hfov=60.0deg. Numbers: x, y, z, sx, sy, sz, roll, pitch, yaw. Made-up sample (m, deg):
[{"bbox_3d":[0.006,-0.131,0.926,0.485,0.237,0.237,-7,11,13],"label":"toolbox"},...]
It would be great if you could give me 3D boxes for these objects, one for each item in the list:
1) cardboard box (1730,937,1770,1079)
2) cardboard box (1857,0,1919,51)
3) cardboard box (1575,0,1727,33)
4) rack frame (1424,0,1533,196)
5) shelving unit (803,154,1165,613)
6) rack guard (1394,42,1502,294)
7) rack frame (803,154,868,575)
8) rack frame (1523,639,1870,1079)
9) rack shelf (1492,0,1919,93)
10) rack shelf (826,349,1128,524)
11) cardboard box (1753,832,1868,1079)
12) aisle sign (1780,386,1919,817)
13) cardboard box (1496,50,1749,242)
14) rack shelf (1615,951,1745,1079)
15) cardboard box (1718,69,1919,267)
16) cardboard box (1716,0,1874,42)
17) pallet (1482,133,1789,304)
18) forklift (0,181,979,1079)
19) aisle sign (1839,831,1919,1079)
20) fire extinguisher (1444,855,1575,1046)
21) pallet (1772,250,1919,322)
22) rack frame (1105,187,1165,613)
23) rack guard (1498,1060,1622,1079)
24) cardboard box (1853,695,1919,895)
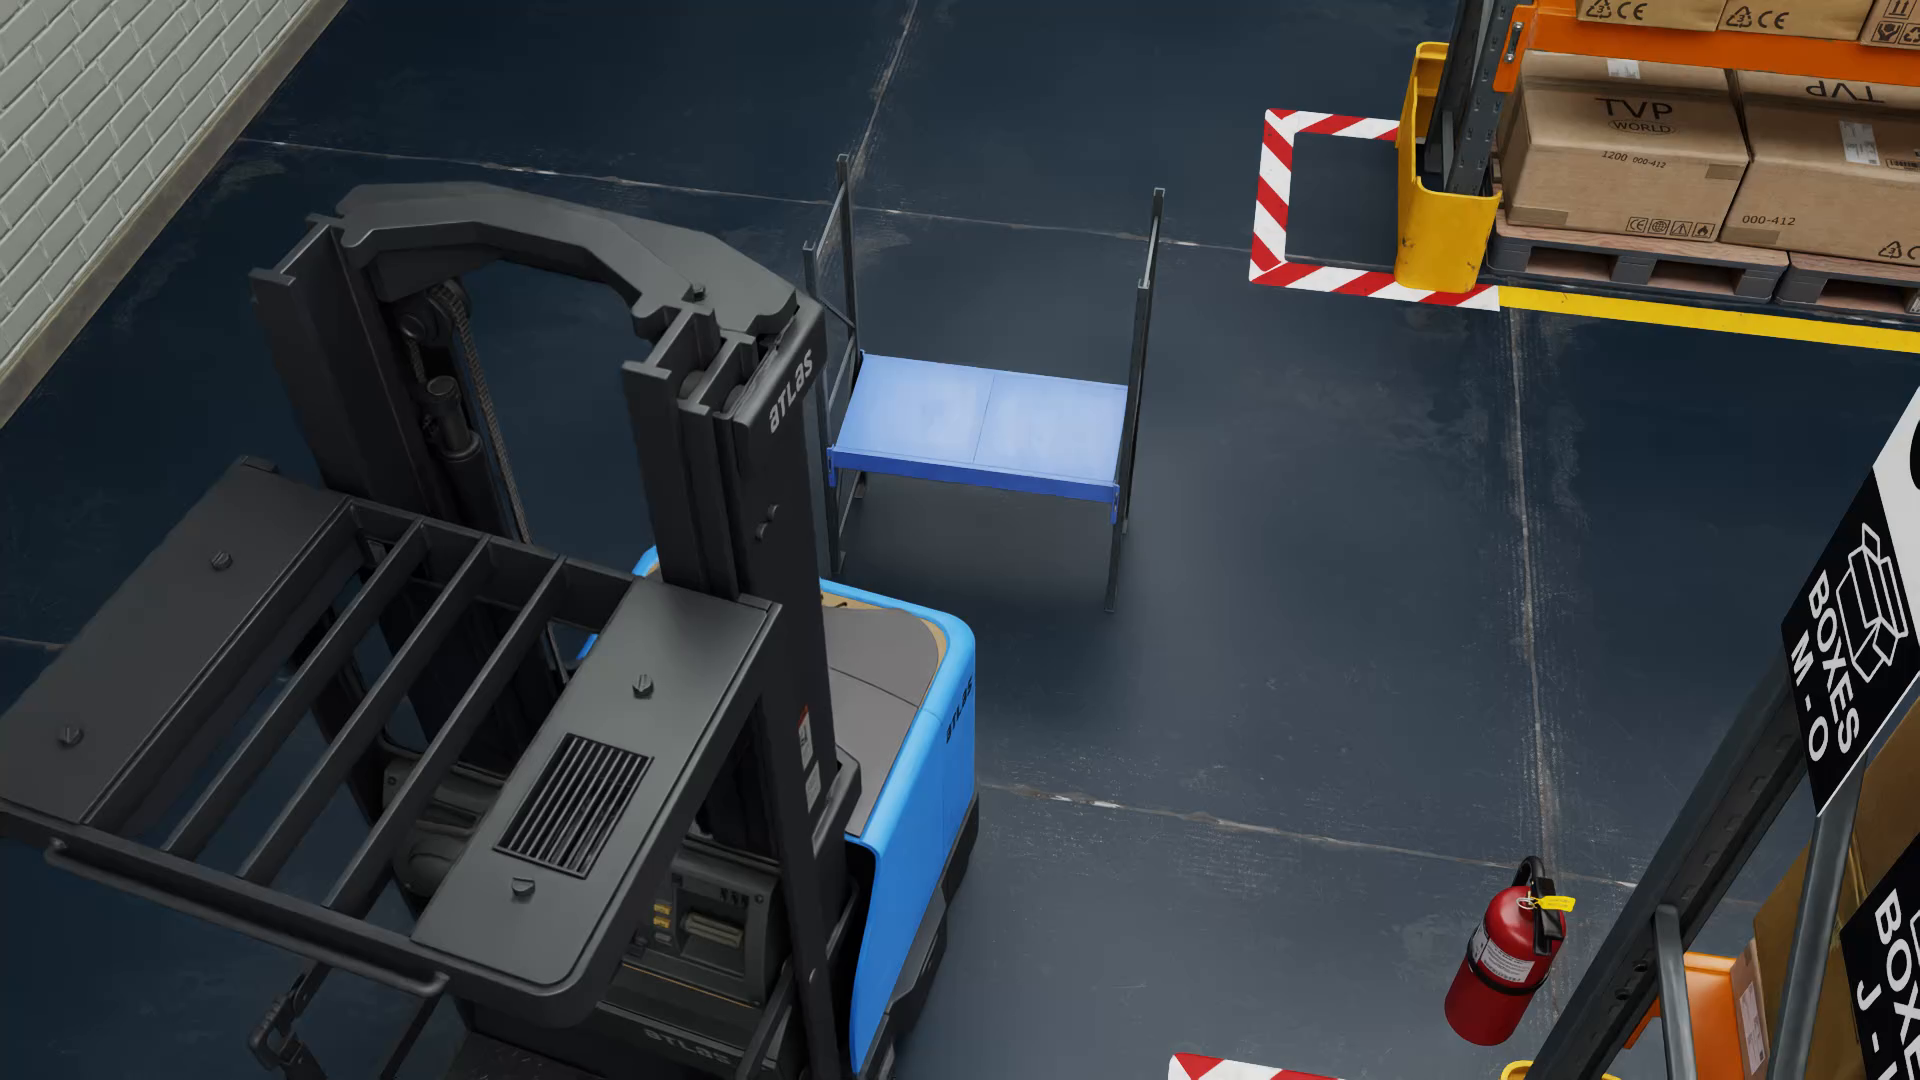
[{"bbox_3d":[1.778,1.048,3.461,0.250,0.149,0.380,8,49,7],"label":"cardboard box"},{"bbox_3d":[3.609,-2.142,6.091,0.500,0.500,0.500,7,48,7],"label":"cardboard box"},{"bbox_3d":[2.609,-2.269,6.205,0.500,0.500,0.500,7,48,7],"label":"cardboard box"},{"bbox_3d":[2.188,-2.509,6.488,0.127,3.000,1.000,8,49,7],"label":"rack frame"},{"bbox_3d":[0.084,-0.490,5.682,1.048,1.500,0.538,8,49,7],"label":"shelving unit"},{"bbox_3d":[2.164,-1.677,7.421,0.348,0.500,1.175,8,49,7],"label":"rack guard"},{"bbox_3d":[-0.416,-0.557,5.742,0.032,1.500,0.500,8,49,7],"label":"rack frame"},{"bbox_3d":[1.406,1.130,3.218,0.053,2.616,0.949,8,49,7],"label":"rack frame"},{"bbox_3d":[4.156,-2.004,6.518,4.000,0.370,1.077,8,49,7],"label":"rack shelf"},{"bbox_3d":[0.084,-0.370,5.816,1.000,0.185,0.538,8,49,7],"label":"rack shelf"},{"bbox_3d":[1.895,0.866,3.188,0.500,0.500,0.500,9,49,8],"label":"cardboard box"},{"bbox_3d":[1.388,0.029,2.459,0.004,0.787,0.394,8,49,7],"label":"aisle sign"},{"bbox_3d":[2.855,-1.779,7.272,0.875,0.438,0.875,6,48,6],"label":"cardboard box"},{"bbox_3d":[3.375,1.632,3.250,4.000,0.370,1.077,8,49,7],"label":"rack shelf"},{"bbox_3d":[3.757,-1.664,7.169,0.875,0.438,0.875,9,49,8],"label":"cardboard box"},{"bbox_3d":[3.112,-2.222,6.163,0.500,0.500,0.500,7,48,6],"label":"cardboard box"},{"bbox_3d":[2.988,-1.529,7.482,1.213,0.211,1.003,8,49,7],"label":"pallet"},{"bbox_3d":[-0.910,0.876,3.492,1.130,2.935,3.031,15,50,13],"label":"forklift"},{"bbox_3d":[1.281,0.468,2.065,0.004,0.787,0.394,8,49,7],"label":"aisle sign"},{"bbox_3d":[1.241,0.907,3.721,0.183,0.674,0.296,8,49,7],"label":"fire extinguisher"},{"bbox_3d":[4.185,-1.366,7.335,1.213,0.211,1.003,8,49,7],"label":"pallet"},{"bbox_3d":[0.584,-0.423,5.622,0.032,1.500,0.500,8,49,7],"label":"rack frame"},{"bbox_3d":[1.481,1.973,4.141,0.348,0.500,1.175,8,49,7],"label":"rack guard"},{"bbox_3d":[1.901,0.539,2.810,0.500,0.500,0.500,7,48,6],"label":"cardboard box"}]
